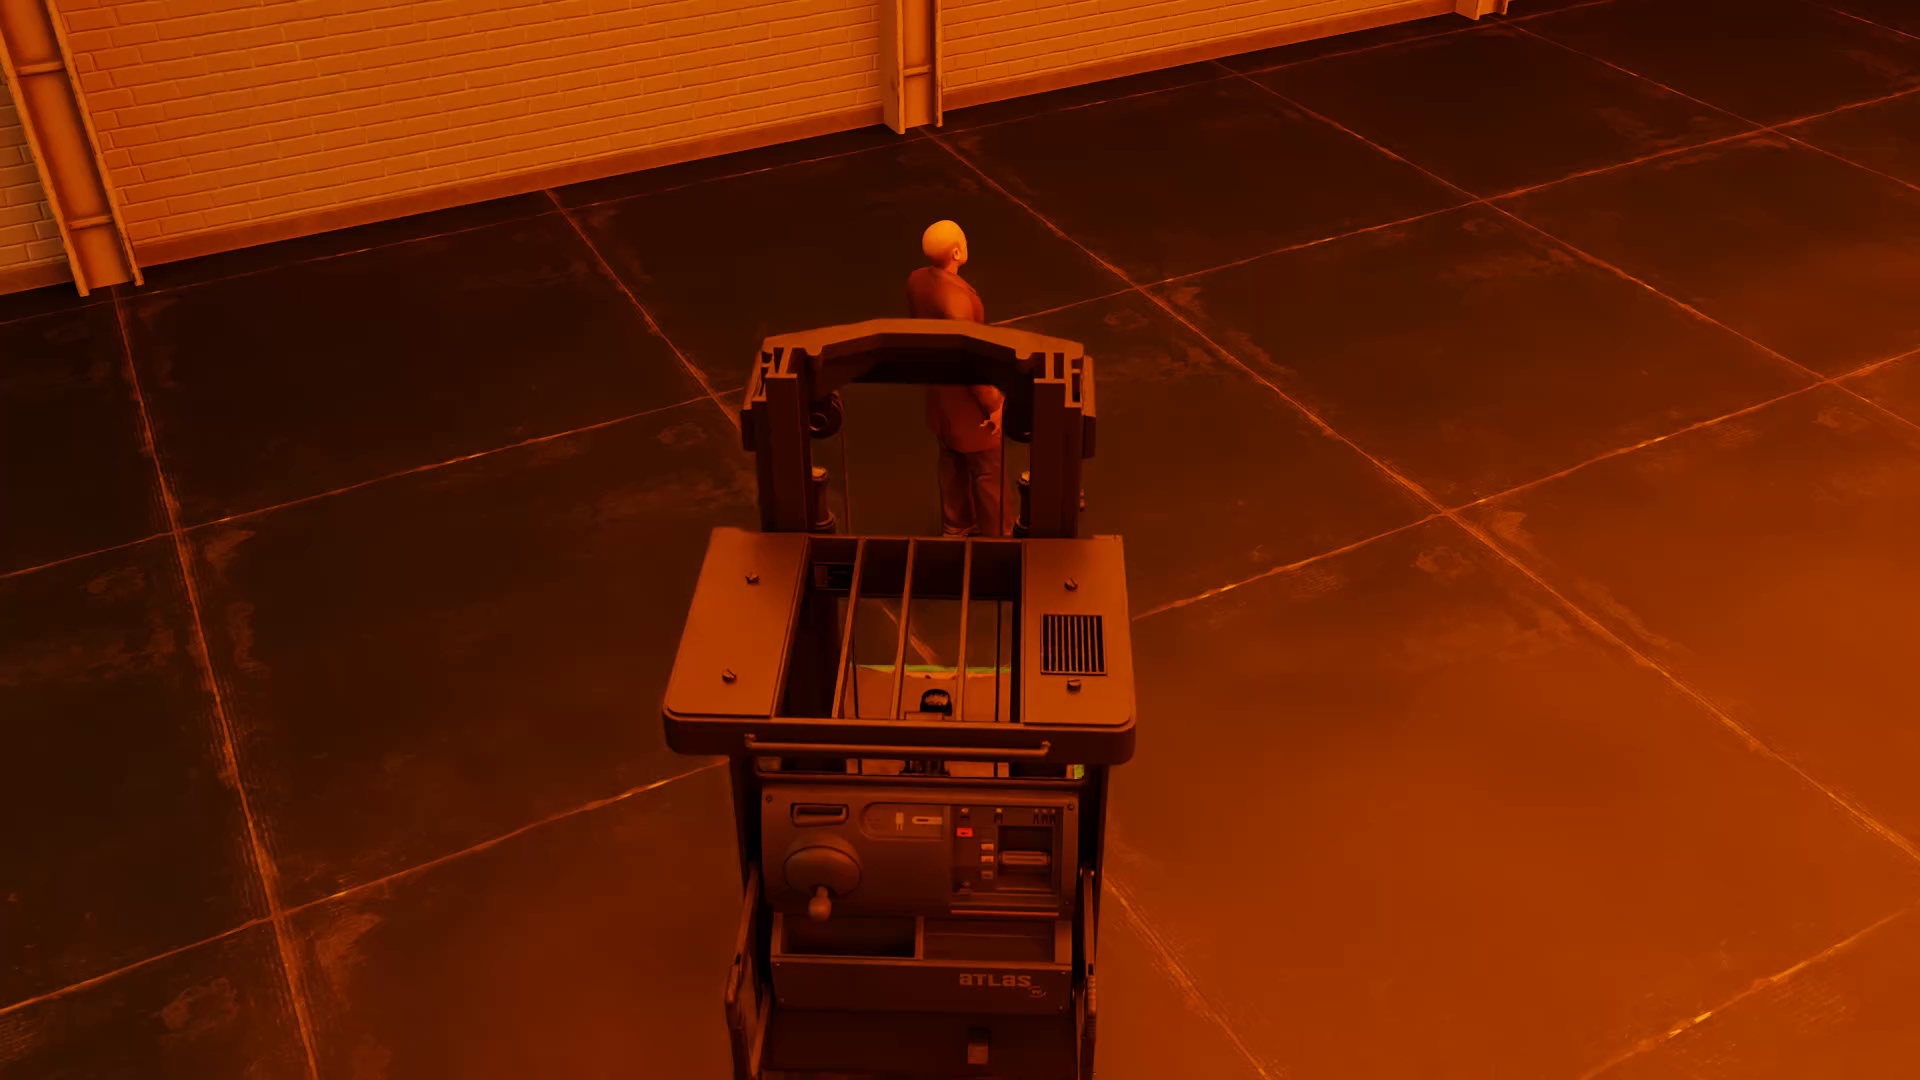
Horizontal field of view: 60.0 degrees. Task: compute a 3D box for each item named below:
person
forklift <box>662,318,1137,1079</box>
[{"bbox_3d":[0.082,-0.754,8.176,0.582,1.775,0.696,-17,39,-23],"label":"person"},{"bbox_3d":[-0.125,0.990,4.722,1.130,2.935,3.031,1,35,2],"label":"forklift"}]
